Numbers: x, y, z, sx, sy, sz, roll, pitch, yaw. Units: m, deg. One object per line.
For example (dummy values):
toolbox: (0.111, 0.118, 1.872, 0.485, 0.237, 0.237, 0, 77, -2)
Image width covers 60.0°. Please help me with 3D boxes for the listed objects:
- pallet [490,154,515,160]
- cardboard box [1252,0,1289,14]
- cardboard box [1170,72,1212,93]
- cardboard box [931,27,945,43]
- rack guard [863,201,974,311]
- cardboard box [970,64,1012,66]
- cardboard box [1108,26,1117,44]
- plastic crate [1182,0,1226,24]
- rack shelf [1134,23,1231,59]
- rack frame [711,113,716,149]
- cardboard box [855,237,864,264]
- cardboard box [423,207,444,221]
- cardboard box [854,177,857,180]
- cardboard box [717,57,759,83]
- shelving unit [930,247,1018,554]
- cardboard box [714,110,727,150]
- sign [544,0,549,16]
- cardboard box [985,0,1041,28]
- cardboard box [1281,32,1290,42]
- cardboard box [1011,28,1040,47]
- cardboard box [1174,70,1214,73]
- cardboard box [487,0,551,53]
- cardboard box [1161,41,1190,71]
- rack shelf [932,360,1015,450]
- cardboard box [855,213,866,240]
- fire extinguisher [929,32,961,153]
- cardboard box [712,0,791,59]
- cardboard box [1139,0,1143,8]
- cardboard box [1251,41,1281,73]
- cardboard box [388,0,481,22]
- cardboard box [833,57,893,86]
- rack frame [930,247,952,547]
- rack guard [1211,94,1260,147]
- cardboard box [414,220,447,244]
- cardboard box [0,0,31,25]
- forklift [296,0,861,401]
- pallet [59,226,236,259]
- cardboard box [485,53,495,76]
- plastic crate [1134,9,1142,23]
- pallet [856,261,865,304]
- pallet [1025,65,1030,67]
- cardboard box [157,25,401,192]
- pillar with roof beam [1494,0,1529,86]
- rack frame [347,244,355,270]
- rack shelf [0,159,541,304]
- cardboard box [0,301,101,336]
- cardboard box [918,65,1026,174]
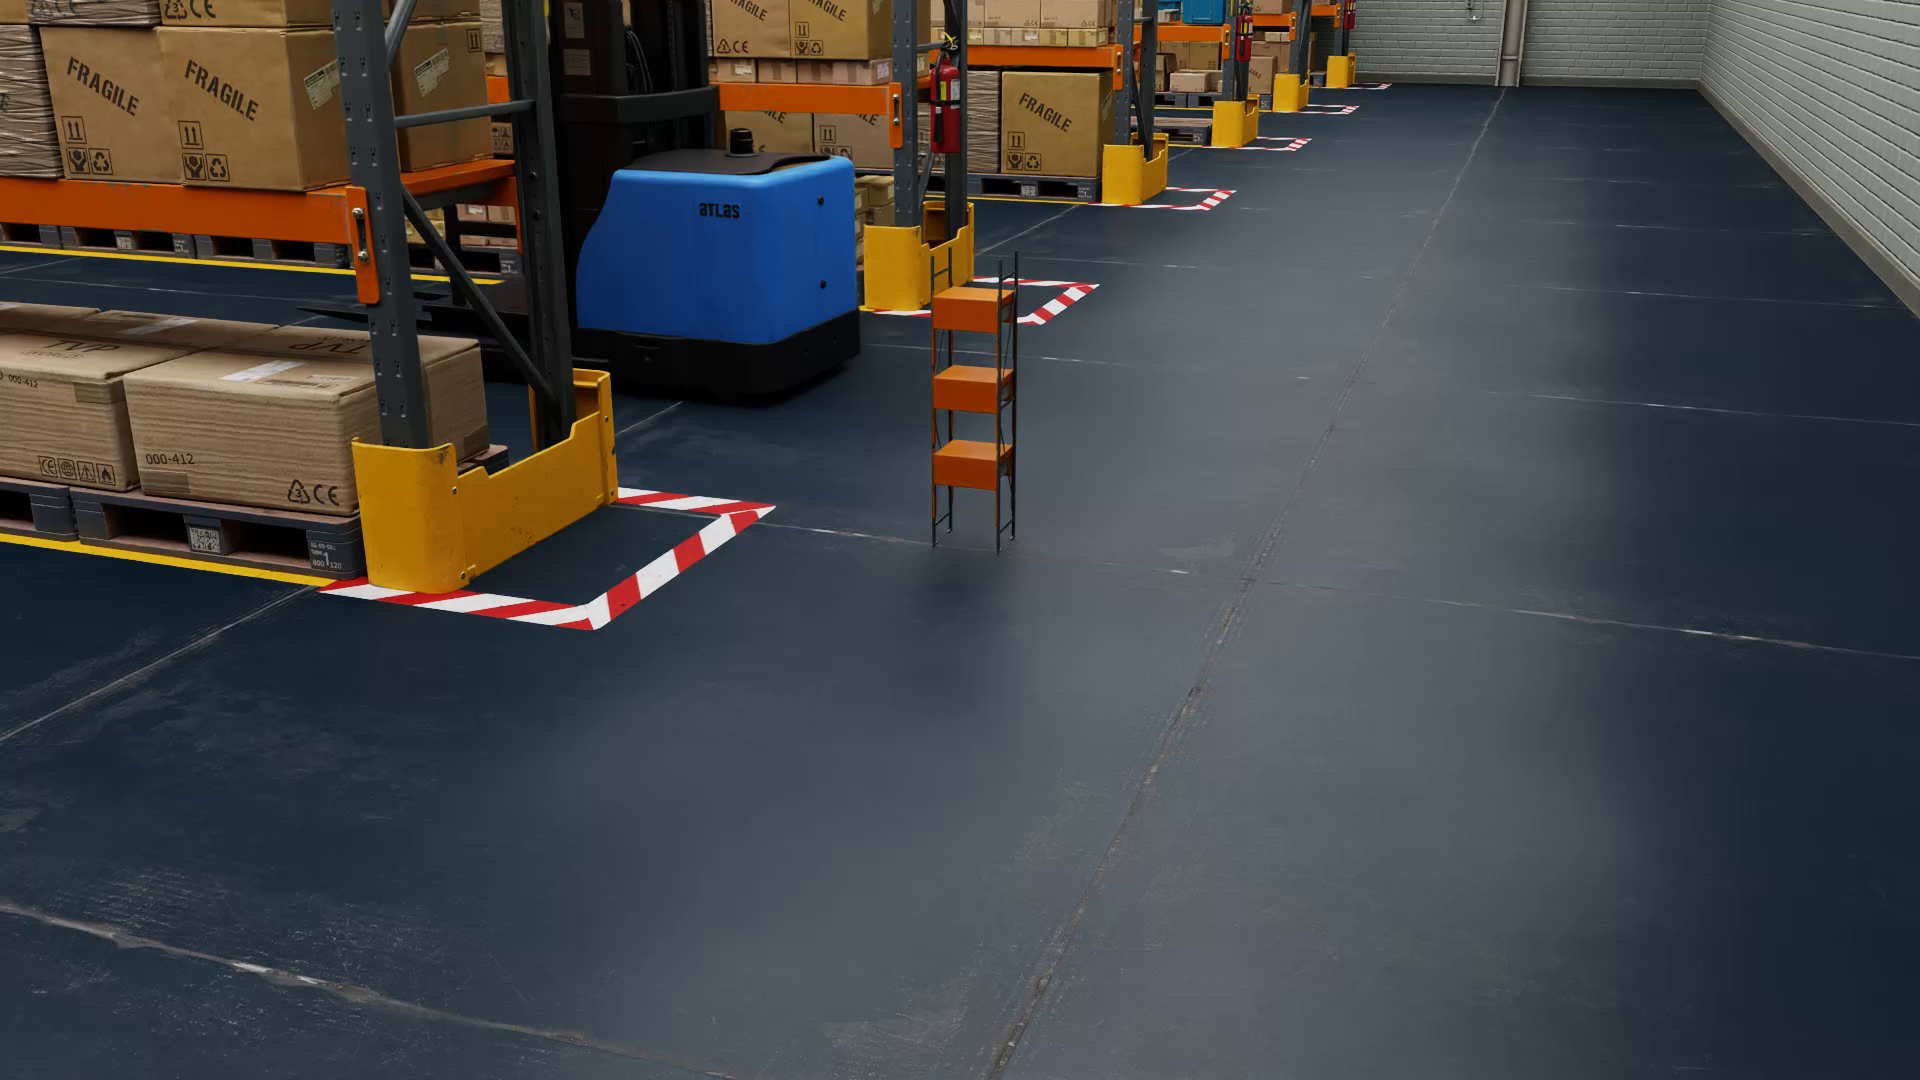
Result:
pallet: (-4.139, -3.819, 16.711, 1.213, 0.211, 1.003, 7, 20, 18)
cardboard box: (4.292, -7.603, 23.179, 0.500, 0.500, 0.500, 7, 20, 20)
cardboard box: (3.322, -6.595, 23.949, 0.500, 0.250, 0.500, 7, 20, 18)
cardboard box: (-0.105, -4.467, 14.717, 0.250, 0.149, 0.380, 7, 20, 18)
rack guard: (-0.245, -1.809, 10.506, 0.348, 0.500, 1.175, 7, 20, 18)
cardboard box: (0.466, -7.016, 24.775, 0.500, 0.500, 0.500, 6, 20, 18)
cardboard box: (1.323, -4.535, 14.910, 0.250, 0.149, 0.380, 7, 20, 19)
plastic crate: (2.798, -6.075, 18.803, 0.499, 0.435, 0.616, 7, 20, 18)
rack shelf: (1.286, -5.929, 19.620, 4.000, 0.370, 1.077, 7, 20, 18)
rack frame: (-2.229, -4.944, 15.703, 0.127, 3.000, 1.000, 7, 20, 18)
cardboard box: (-0.739, -1.825, 10.448, 0.250, 0.149, 0.380, 7, 20, 19)
cardboard box: (-3.446, -2.268, 11.266, 0.250, 0.149, 0.380, 7, 20, 18)
cardboard box: (-0.857, -2.269, 10.817, 0.250, 0.149, 0.380, 7, 20, 19)
cardboard box: (-1.287, -2.891, 10.194, 0.250, 0.149, 0.380, 7, 20, 20)
shelving unit: (0.051, -0.490, 5.887, 0.252, 1.050, 0.215, 7, 20, 18)
cardboard box: (-2.840, -4.202, 16.164, 0.875, 0.875, 1.225, 7, 20, 18)
sign: (-1.515, -2.049, 5.962, 0.005, 0.325, 0.100, 7, 20, 18)
cardboard box: (0.526, -4.607, 14.511, 0.500, 0.250, 0.500, 6, 20, 17)
cardboard box: (5.551, -8.459, 27.959, 0.250, 0.149, 0.380, 6, 20, 17)
cardboard box: (0.621, -4.385, 14.480, 0.250, 0.149, 0.380, 7, 20, 18)
cardboard box: (3.439, -6.756, 24.411, 0.500, 0.250, 0.500, 7, 20, 18)
cardboard box: (-2.633, -3.352, 10.532, 0.500, 0.500, 0.500, 6, 20, 17)
cardboard box: (3.794, -8.415, 28.819, 0.500, 0.500, 0.700, 6, 20, 18)
rack shelf: (0.051, -0.480, 5.890, 0.240, 0.259, 0.215, 7, 20, 18)
cardboard box: (-0.766, -1.942, 10.331, 0.250, 0.149, 0.380, 6, 20, 17)
fire extinguisher: (-0.087, -2.598, 9.655, 0.183, 0.674, 0.296, 7, 20, 18)
cardboard box: (-1.167, -3.194, 10.079, 0.500, 0.500, 0.500, 6, 20, 17)
cardboard box: (2.855, -7.768, 23.652, 0.500, 0.500, 0.500, 6, 20, 17)
cardboard box: (5.260, -8.249, 28.344, 0.500, 0.500, 0.700, 6, 20, 18)
cardboard box: (-2.062, -2.091, 5.846, 0.500, 0.500, 0.500, 6, 20, 17)
cardboard box: (-0.574, -2.810, 9.961, 0.250, 0.149, 0.380, 7, 20, 18)
rack frame: (-0.065, -0.503, 5.925, 0.008, 1.050, 0.200, 7, 20, 18)
rack guard: (3.202, -4.873, 19.297, 0.348, 0.500, 1.175, 7, 20, 18)
cardboard box: (-3.462, -2.097, 11.229, 0.250, 0.149, 0.380, 7, 20, 20)
cardboard box: (-3.205, -2.030, 5.672, 0.500, 0.500, 0.500, 6, 20, 18)
forklift: (-2.083, -2.343, 8.344, 3.031, 2.935, 1.130, 8, 21, 22)
pallet: (-5.844, -2.311, 12.386, 1.213, 0.211, 1.003, 7, 20, 18)
cardboard box: (-2.999, -3.114, 10.833, 0.250, 0.149, 0.380, 6, 20, 16)
plastic crate: (2.076, -6.024, 19.109, 0.243, 0.136, 0.396, 7, 20, 18)
pallet: (-1.001, -1.771, 10.837, 1.213, 0.211, 1.003, 7, 20, 18)
pallet: (0.738, -8.439, 29.966, 1.213, 0.211, 1.003, 7, 20, 18)
cardboard box: (-2.245, -1.448, 5.521, 0.500, 0.500, 0.500, 7, 20, 18)
pillar with roof beam: (7.848, -10.604, 22.826, 0.400, 9.000, 9.100, 7, 20, 18)
rack frame: (-3.952, -3.413, 11.311, 0.127, 3.000, 1.000, 7, 20, 18)
rack shelf: (-3.592, -1.307, 6.363, 4.000, 0.370, 1.077, 7, 20, 18)
cardboard box: (-4.077, -0.654, 6.649, 0.875, 0.438, 0.875, 6, 20, 16)
cardboard box: (0.059, -3.850, 15.153, 0.875, 0.875, 0.875, 7, 20, 18)
